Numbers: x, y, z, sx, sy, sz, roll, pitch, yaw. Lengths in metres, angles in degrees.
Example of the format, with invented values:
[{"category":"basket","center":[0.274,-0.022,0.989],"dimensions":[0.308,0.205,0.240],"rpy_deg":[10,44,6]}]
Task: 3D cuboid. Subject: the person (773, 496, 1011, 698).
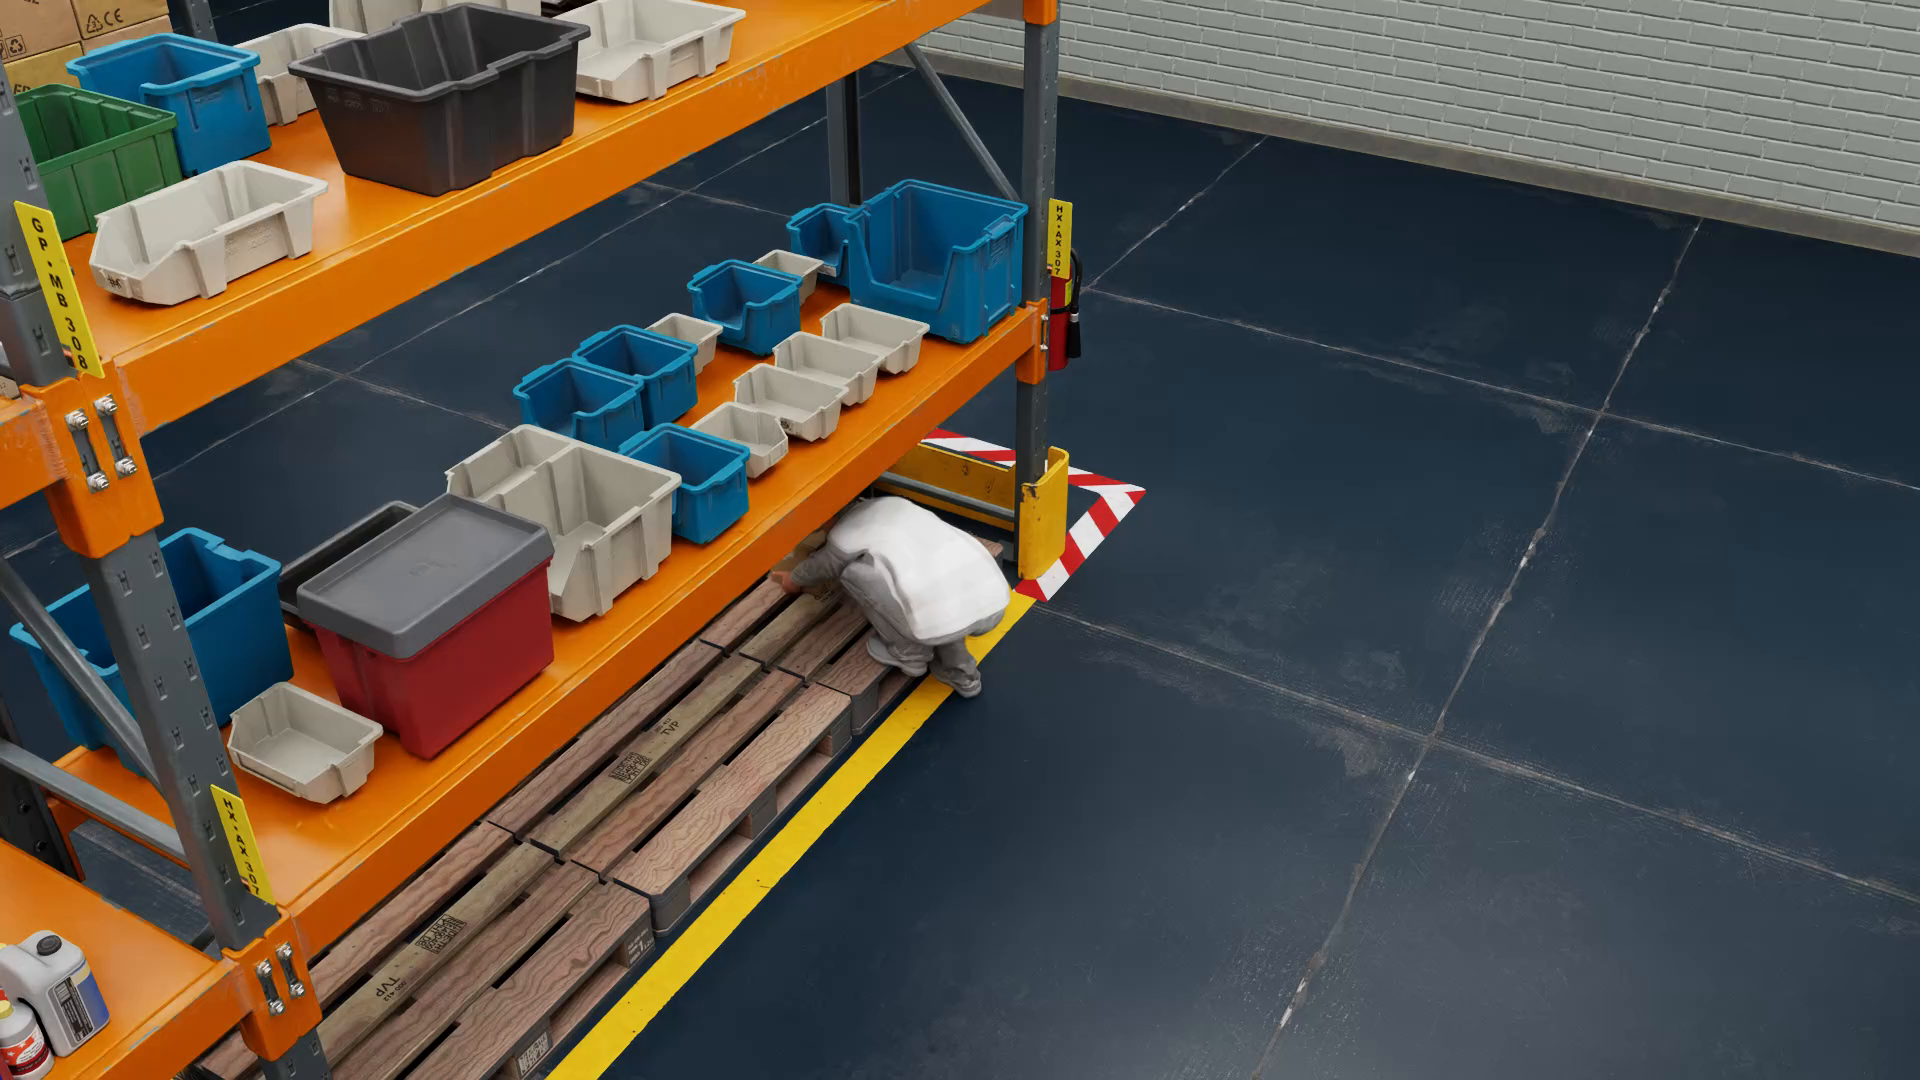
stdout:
[{"category":"person","center":[-0.327,0.178,6.718],"dimensions":[0.496,0.817,1.193],"rpy_deg":[-29,43,-35]}]
